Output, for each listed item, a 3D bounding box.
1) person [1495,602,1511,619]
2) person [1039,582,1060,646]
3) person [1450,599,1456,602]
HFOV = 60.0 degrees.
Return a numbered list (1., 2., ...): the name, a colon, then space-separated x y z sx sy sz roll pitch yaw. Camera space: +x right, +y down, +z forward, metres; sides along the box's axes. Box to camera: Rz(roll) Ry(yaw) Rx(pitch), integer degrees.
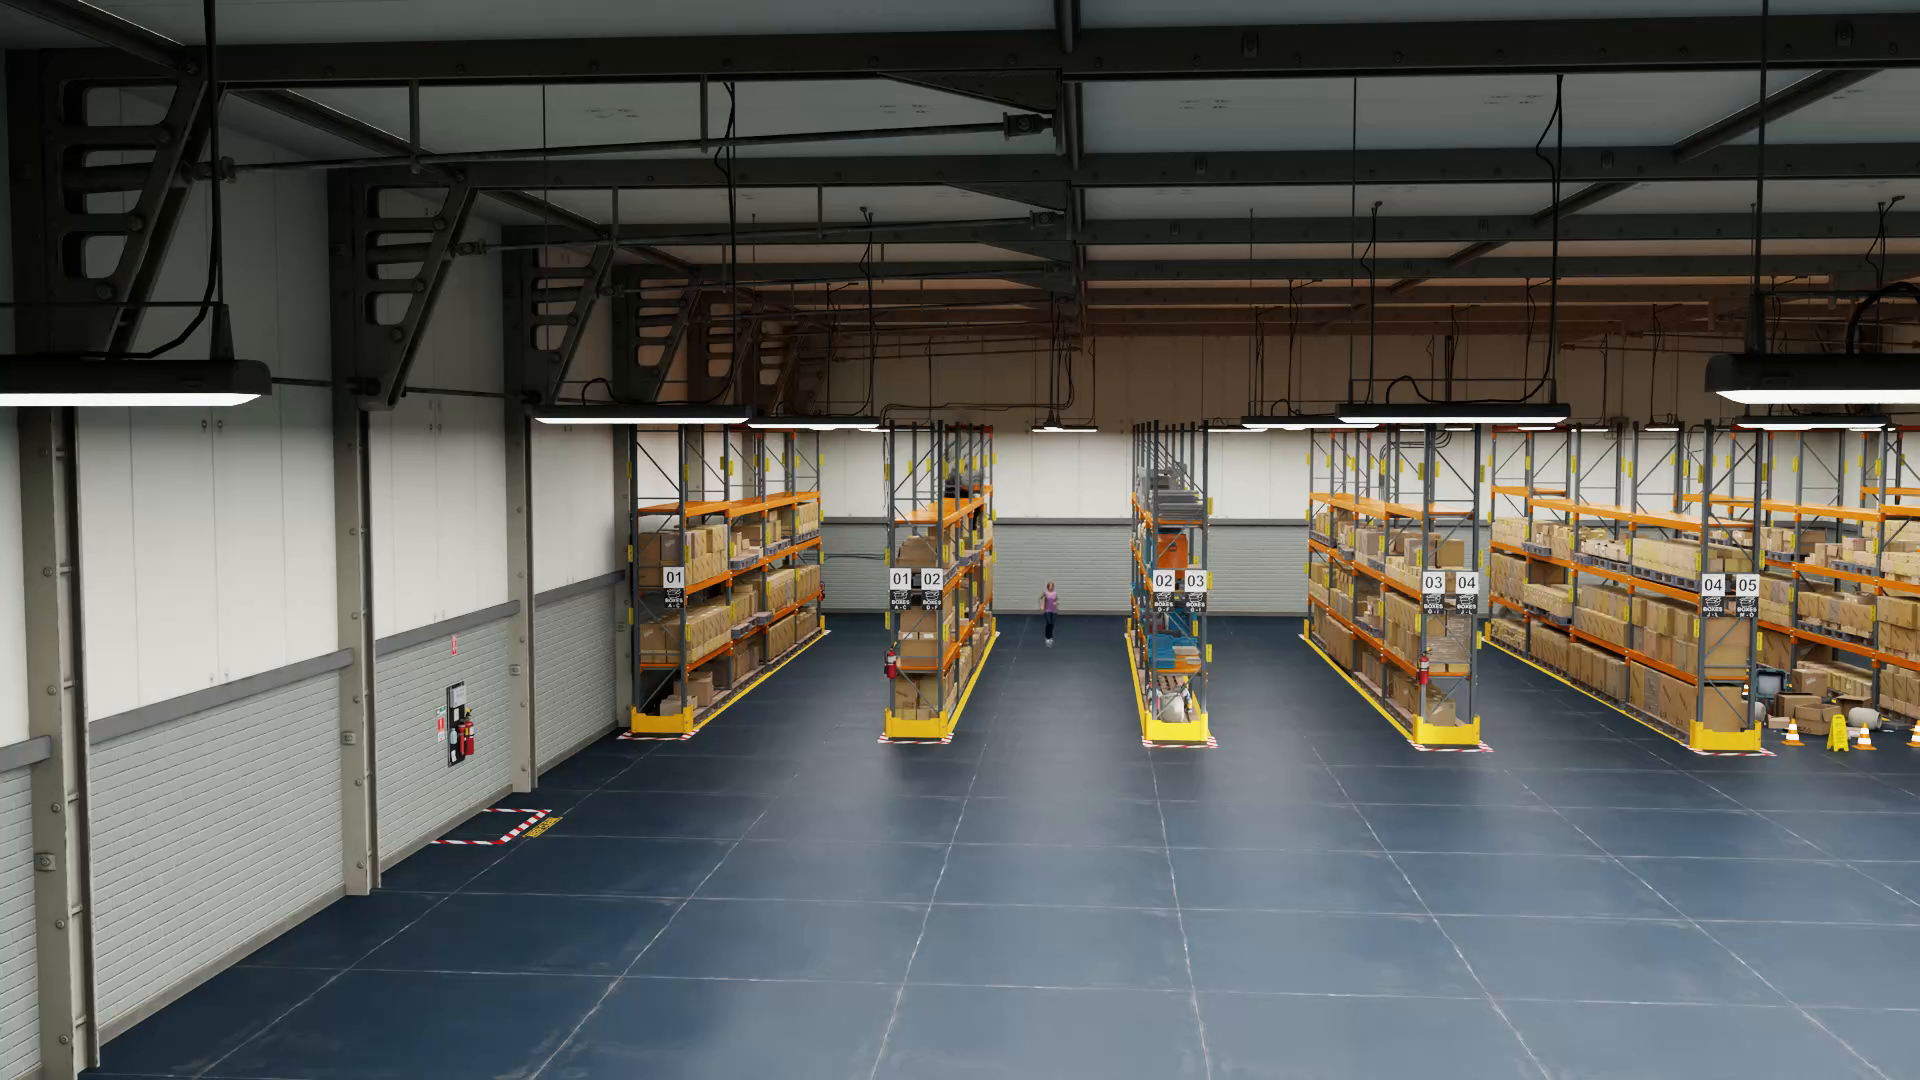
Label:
1. person: 15.577 1.885 47.620 0.545 1.643 0.763 3 4 36
2. person: 2.340 1.914 43.168 0.503 1.661 0.666 -1 4 -13
3. person: 13.372 1.991 45.373 0.715 1.749 0.931 0 4 7
